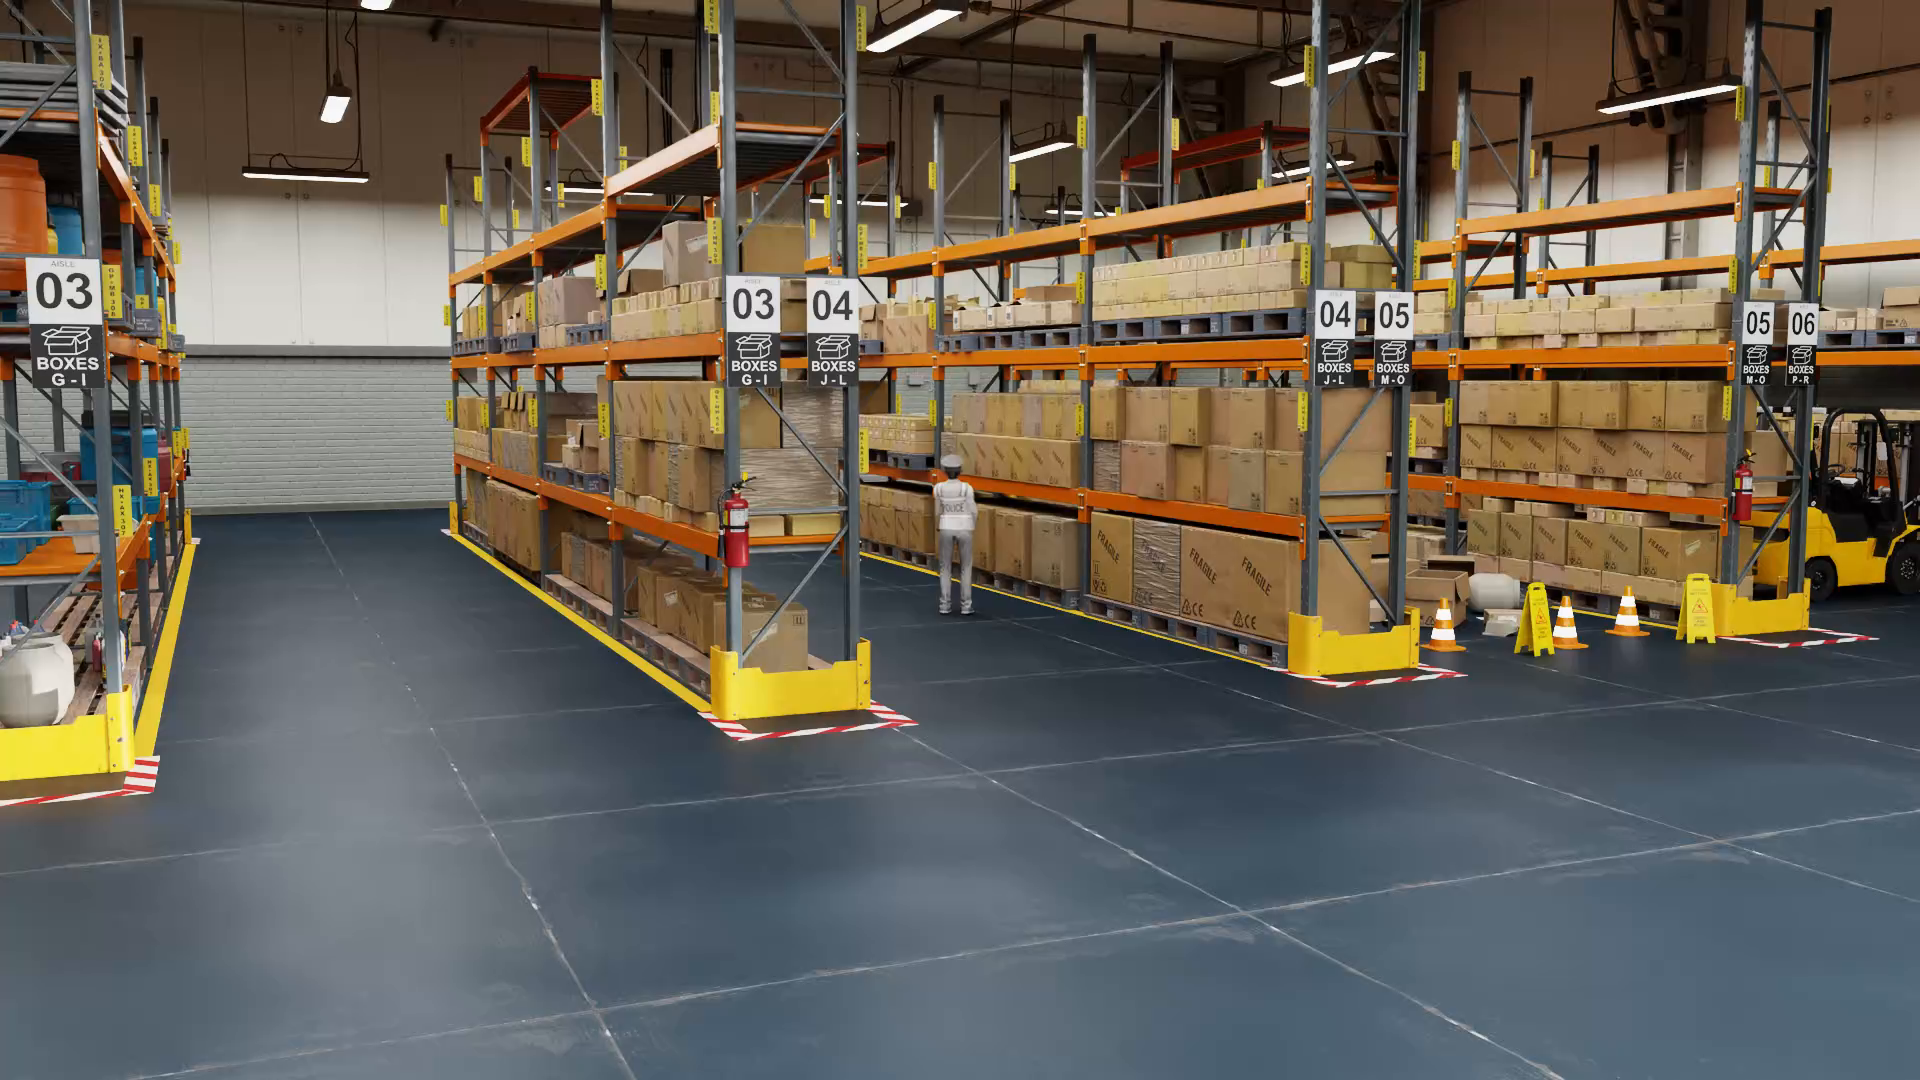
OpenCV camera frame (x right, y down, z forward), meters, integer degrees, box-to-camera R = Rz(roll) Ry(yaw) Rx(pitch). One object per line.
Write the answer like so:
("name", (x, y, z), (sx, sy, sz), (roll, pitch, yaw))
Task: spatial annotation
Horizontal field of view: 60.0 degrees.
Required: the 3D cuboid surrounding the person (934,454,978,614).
("person", (-0.034, -0.066, 17.570), (0.459, 1.686, 0.562), (1, 6, 10))
